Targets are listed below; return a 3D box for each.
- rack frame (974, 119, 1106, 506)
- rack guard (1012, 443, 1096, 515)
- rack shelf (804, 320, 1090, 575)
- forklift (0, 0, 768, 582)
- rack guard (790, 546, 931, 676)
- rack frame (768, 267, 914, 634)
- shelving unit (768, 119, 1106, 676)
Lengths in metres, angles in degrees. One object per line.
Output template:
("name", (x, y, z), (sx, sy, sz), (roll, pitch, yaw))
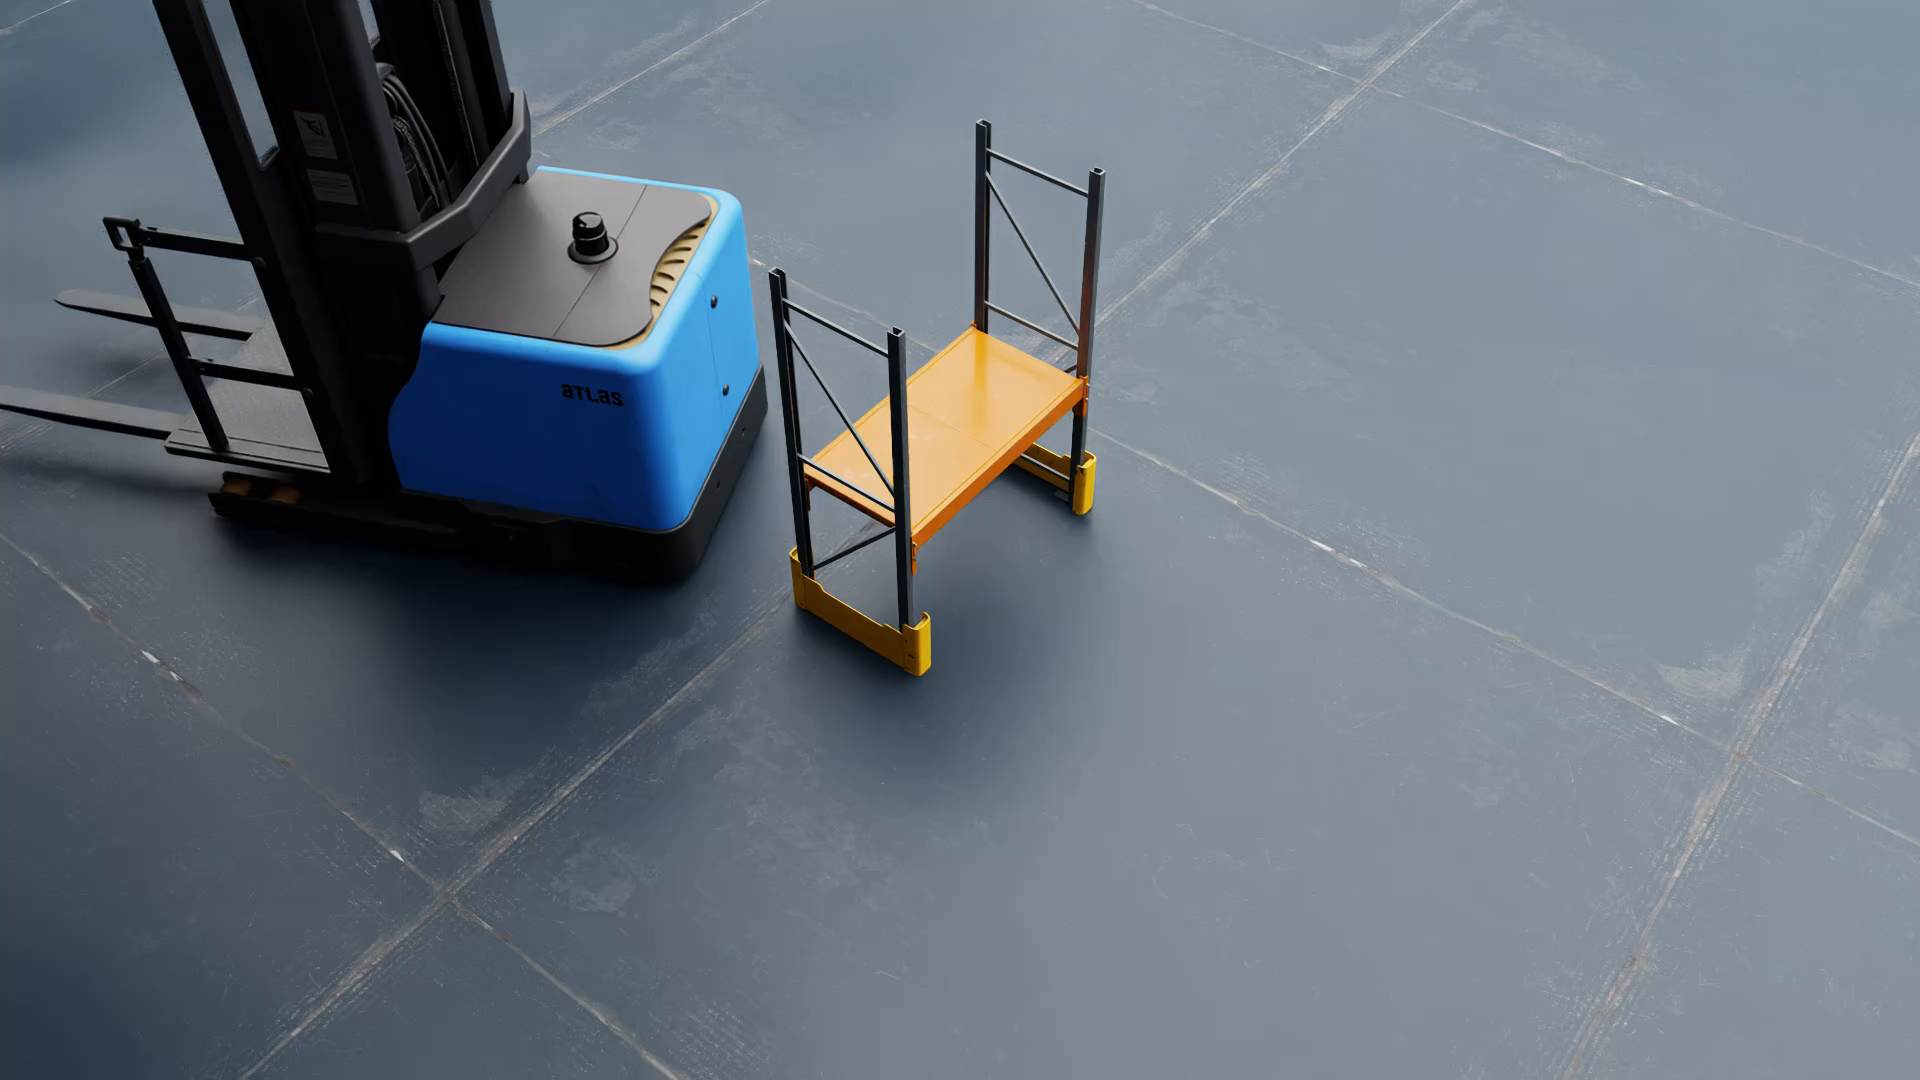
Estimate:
("rack frame", (0.259, -0.760, 5.939), (0.500, 1.500, 0.032), (29, 53, 25))
("rack guard", (0.258, -0.328, 6.390), (0.587, 0.250, 0.087), (29, 53, 25))
("rack shelf", (-0.052, -0.345, 5.791), (0.538, 0.185, 1.000), (29, 53, 25))
("forklift", (-2.340, -1.417, 5.577), (3.031, 2.935, 1.130), (9, 47, 9))
("rack guard", (-0.351, 0.242, 5.846), (0.587, 0.250, 0.087), (29, 53, 25))
("rack frame", (-0.363, -0.178, 5.383), (0.500, 1.500, 0.032), (29, 53, 25))
("shelving unit", (-0.047, -0.474, 5.666), (0.587, 1.500, 1.083), (29, 53, 25))
